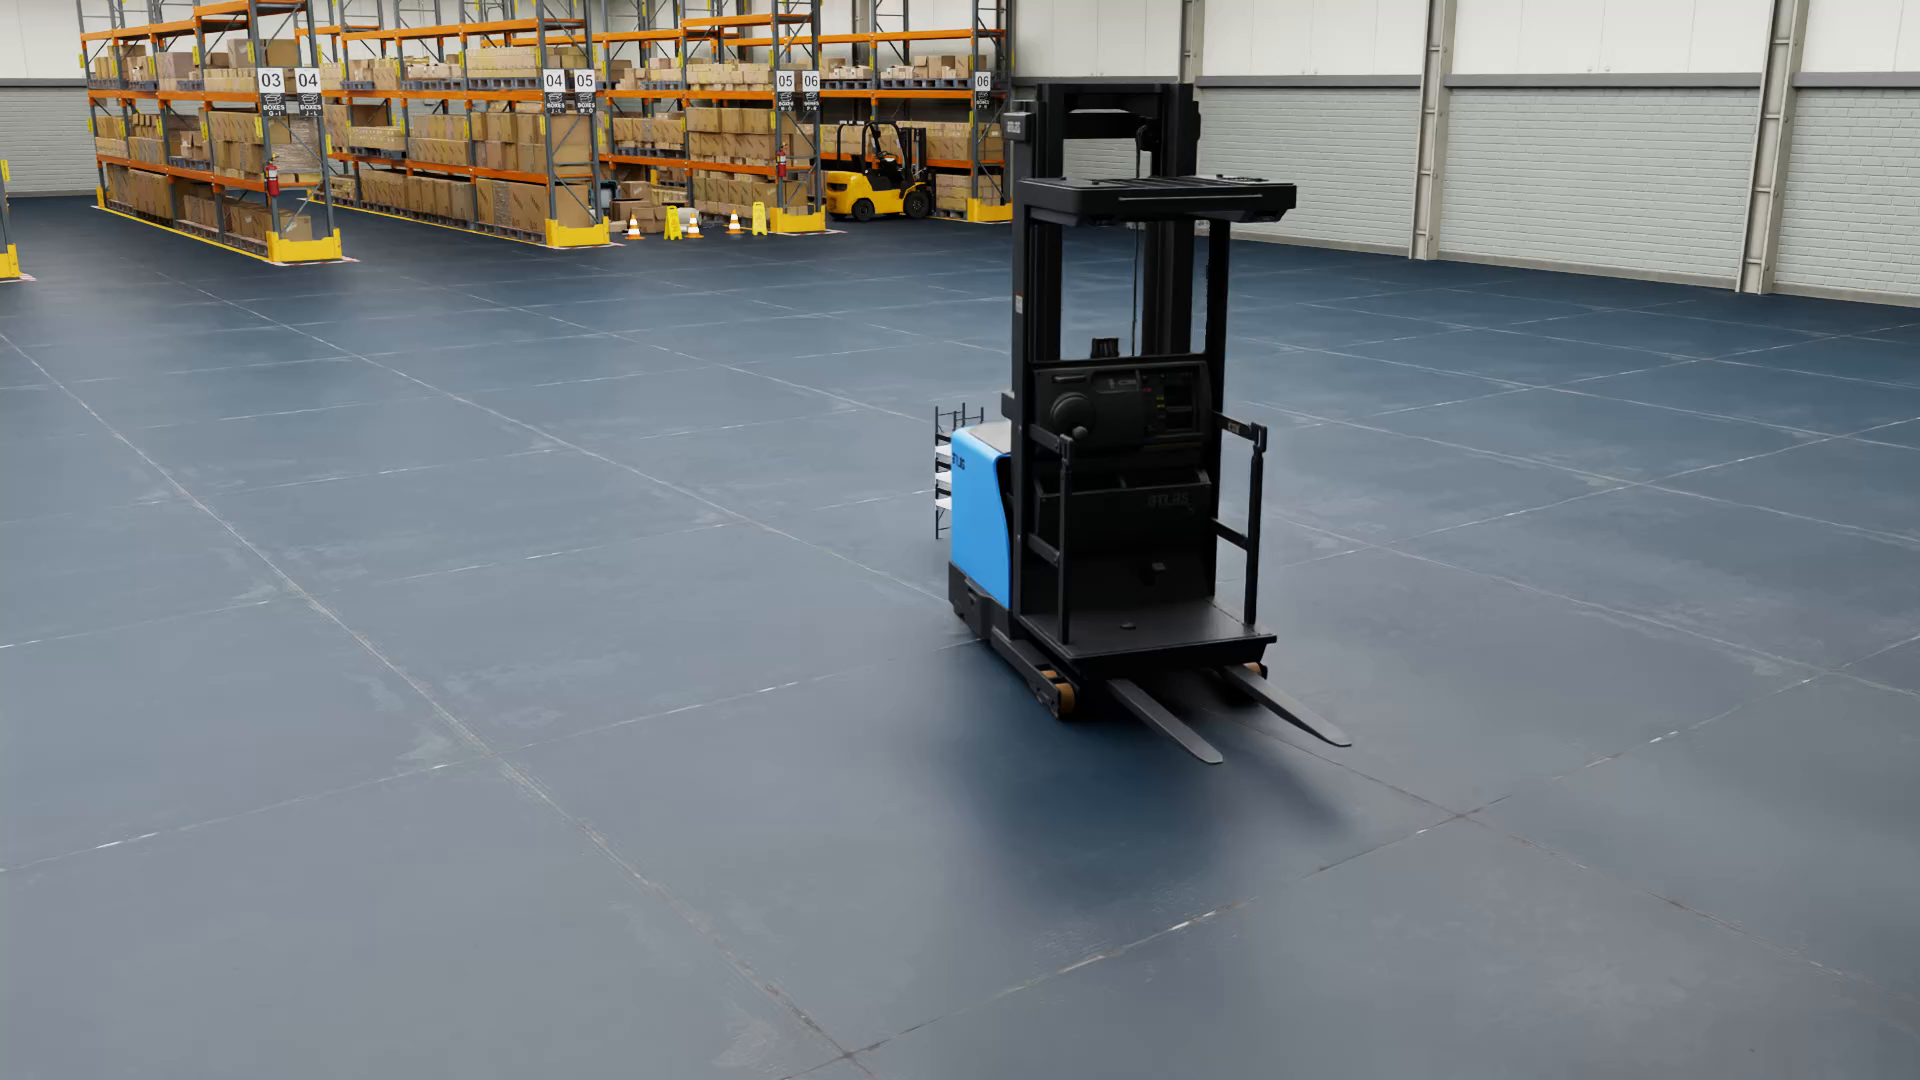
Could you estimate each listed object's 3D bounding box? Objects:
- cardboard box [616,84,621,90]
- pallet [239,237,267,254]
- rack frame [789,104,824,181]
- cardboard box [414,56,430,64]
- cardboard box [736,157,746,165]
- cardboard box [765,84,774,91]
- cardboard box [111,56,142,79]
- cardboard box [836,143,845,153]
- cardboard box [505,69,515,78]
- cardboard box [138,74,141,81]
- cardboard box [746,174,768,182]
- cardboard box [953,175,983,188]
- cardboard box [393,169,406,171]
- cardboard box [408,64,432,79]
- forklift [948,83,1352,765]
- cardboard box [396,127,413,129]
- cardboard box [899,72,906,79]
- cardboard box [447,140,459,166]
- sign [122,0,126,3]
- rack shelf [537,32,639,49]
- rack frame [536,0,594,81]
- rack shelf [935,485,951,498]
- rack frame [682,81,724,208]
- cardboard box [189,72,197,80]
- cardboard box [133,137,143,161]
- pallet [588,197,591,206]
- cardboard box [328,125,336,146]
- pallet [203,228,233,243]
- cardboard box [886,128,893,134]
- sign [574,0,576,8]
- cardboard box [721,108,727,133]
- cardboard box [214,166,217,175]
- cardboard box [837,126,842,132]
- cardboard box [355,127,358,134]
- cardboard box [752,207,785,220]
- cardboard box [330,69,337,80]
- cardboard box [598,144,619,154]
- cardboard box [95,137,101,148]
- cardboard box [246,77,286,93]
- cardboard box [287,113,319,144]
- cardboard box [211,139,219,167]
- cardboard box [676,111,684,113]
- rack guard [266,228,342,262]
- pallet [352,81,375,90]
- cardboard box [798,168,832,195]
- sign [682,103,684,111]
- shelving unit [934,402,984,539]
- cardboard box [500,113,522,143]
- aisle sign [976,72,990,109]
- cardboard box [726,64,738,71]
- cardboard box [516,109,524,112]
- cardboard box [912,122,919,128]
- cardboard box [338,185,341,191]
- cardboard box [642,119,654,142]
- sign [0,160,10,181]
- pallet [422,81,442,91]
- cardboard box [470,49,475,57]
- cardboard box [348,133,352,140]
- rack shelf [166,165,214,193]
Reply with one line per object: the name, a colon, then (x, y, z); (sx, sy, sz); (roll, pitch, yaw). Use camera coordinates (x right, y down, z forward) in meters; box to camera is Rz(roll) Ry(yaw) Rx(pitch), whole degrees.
cardboard box: (-7.970, -10.792, 39.618); (0.380, 0.149, 0.250); (-11, 19, -35)
pallet: (-12.537, -5.424, 30.494); (1.003, 0.211, 1.213); (-11, 19, -35)
rack frame: (-4.005, -10.331, 43.141); (1.000, 3.000, 0.127); (-11, 19, -35)
cardboard box: (-12.281, -10.874, 37.801); (0.396, 0.266, 0.258); (-11, 19, -35)
cardboard box: (-4.516, -8.039, 35.243); (0.380, 0.149, 0.250); (-11, 19, -35)
cardboard box: (-3.750, -9.210, 33.838); (0.380, 0.149, 0.250); (-11, 19, -34)
cardboard box: (-18.895, -10.779, 37.922); (0.700, 0.500, 0.500); (-12, 20, -38)
cardboard box: (-2.729, -9.689, 41.078); (0.500, 0.250, 0.500); (-11, 19, -34)
cardboard box: (-8.475, -8.928, 31.823); (0.380, 0.149, 0.250); (-11, 19, -34)
cardboard box: (-17.632, -10.063, 36.158); (0.380, 0.149, 0.250); (-12, 19, -37)
cardboard box: (-4.267, -7.601, 34.930); (0.380, 0.149, 0.250); (-10, 18, -33)
cardboard box: (0.175, -8.031, 37.257); (0.500, 0.250, 0.500); (-10, 18, -33)
cardboard box: (-13.381, -8.751, 39.887); (0.500, 0.250, 0.500); (-10, 18, -32)
cardboard box: (-11.715, -10.236, 36.294); (0.500, 0.311, 0.500); (-11, 19, -34)
forklift: (0.877, -0.682, 8.018); (1.130, 2.935, 3.031); (-5, 16, -18)
cardboard box: (-12.995, -9.601, 39.028); (0.380, 0.149, 0.250); (-11, 19, -35)
cardboard box: (-1.183, -10.746, 38.467); (0.380, 0.149, 0.250); (-10, 18, -33)
cardboard box: (-10.431, -8.142, 34.953); (0.500, 0.500, 0.500); (-11, 19, -35)
sign: (-20.291, -13.194, 40.315); (0.100, 0.325, 0.005); (-11, 19, -35)
rack shelf: (-9.194, -12.341, 41.239); (1.077, 0.370, 4.000); (-11, 19, -35)
rack frame: (-7.259, -9.955, 30.403); (1.000, 3.000, 0.127); (-11, 19, -35)
rack shelf: (-0.005, -0.317, 10.996); (0.258, 0.077, 0.200); (-11, 19, -35)
rack frame: (-5.666, -8.706, 37.202); (1.000, 3.000, 0.127); (-11, 19, -35)
cardboard box: (-14.866, -9.089, 32.568); (0.380, 0.166, 0.250); (-12, 19, -36)
cardboard box: (-18.021, -8.680, 36.918); (0.500, 0.500, 0.500); (-11, 19, -34)
pallet: (-9.134, -8.655, 42.300); (1.003, 0.211, 1.213); (-11, 19, -35)
cardboard box: (-15.423, -10.093, 41.517); (0.500, 0.500, 0.500); (-11, 19, -35)
pallet: (-14.141, -5.989, 32.557); (1.003, 0.211, 1.213); (-11, 19, -35)
cardboard box: (-1.525, -9.674, 39.322); (0.380, 0.149, 0.250); (-10, 18, -33)
sign: (-9.938, -13.883, 42.835); (0.100, 0.325, 0.005); (-11, 19, -35)
cardboard box: (-4.647, -8.931, 35.378); (0.700, 0.500, 0.500); (-11, 19, -35)
cardboard box: (-13.799, -6.954, 31.277); (0.380, 0.149, 0.250); (-11, 19, -35)
cardboard box: (-2.809, -10.145, 41.042); (0.380, 0.149, 0.250); (-11, 19, -34)
cardboard box: (-14.138, -9.723, 39.473); (0.380, 0.149, 0.250); (-11, 19, -34)
cardboard box: (-4.021, -6.864, 34.886); (0.500, 0.250, 0.500); (-11, 19, -35)
cardboard box: (-15.088, -11.412, 40.744); (0.500, 0.250, 0.500); (-12, 19, -37)
cardboard box: (-8.526, -9.555, 40.590); (0.500, 0.250, 0.500); (-12, 19, -36)
cardboard box: (-20.674, -9.657, 40.397); (0.500, 0.250, 0.500); (-11, 19, -36)
cardboard box: (-11.819, -7.751, 28.317); (0.500, 0.250, 0.500); (-10, 18, -33)
cardboard box: (-11.433, -7.147, 28.860); (0.500, 0.500, 0.500); (-11, 19, -35)
cardboard box: (-13.468, -7.254, 31.143); (0.875, 0.500, 0.500); (-11, 19, -35)
cardboard box: (-7.778, -12.013, 47.587); (0.500, 0.500, 0.500); (-10, 18, -33)
rack guard: (-11.375, -5.124, 28.851); (1.175, 0.500, 0.348); (-11, 19, -35)
pallet: (-13.425, -10.611, 38.837); (1.213, 0.211, 1.003); (-11, 19, -35)
cardboard box: (-3.650, -9.253, 42.904); (0.875, 0.625, 0.625); (-10, 18, -33)
sign: (-8.248, -12.832, 49.487); (0.100, 0.325, 0.005); (-11, 19, -35)
shelving unit: (-0.005, -0.436, 10.964); (0.258, 0.900, 0.210); (-11, 19, -35)
cardboard box: (-8.480, -8.077, 32.575); (0.875, 0.550, 0.500); (-11, 19, -35)
aisle sign: (0.500, -9.817, 36.338); (0.394, 0.787, 0.004); (-11, 19, -35)
cardboard box: (-4.681, -9.911, 34.887); (0.380, 0.149, 0.250); (-10, 18, -33)
cardboard box: (-11.469, -11.219, 44.302); (0.500, 0.500, 0.500); (-11, 19, -34)
cardboard box: (-0.884, -9.605, 38.505); (0.380, 0.149, 0.250); (-11, 19, -35)
cardboard box: (-15.473, -8.904, 41.967); (0.380, 0.149, 0.250); (-12, 19, -37)
cardboard box: (-7.023, -9.492, 38.525); (0.500, 0.500, 0.500); (-12, 19, -37)
sign: (-14.889, -5.763, 25.924); (0.100, 0.325, 0.005); (-11, 19, -35)
pallet: (-10.881, -9.758, 35.723); (1.003, 0.211, 1.213); (-10, 18, -32)
cardboard box: (-9.521, -9.692, 33.104); (0.380, 0.149, 0.250); (-11, 19, -35)
cardboard box: (-14.455, -9.694, 39.928); (0.380, 0.149, 0.250); (-11, 18, -34)
rack shelf: (-14.858, -7.248, 33.237); (1.077, 0.370, 4.000); (-11, 19, -35)
